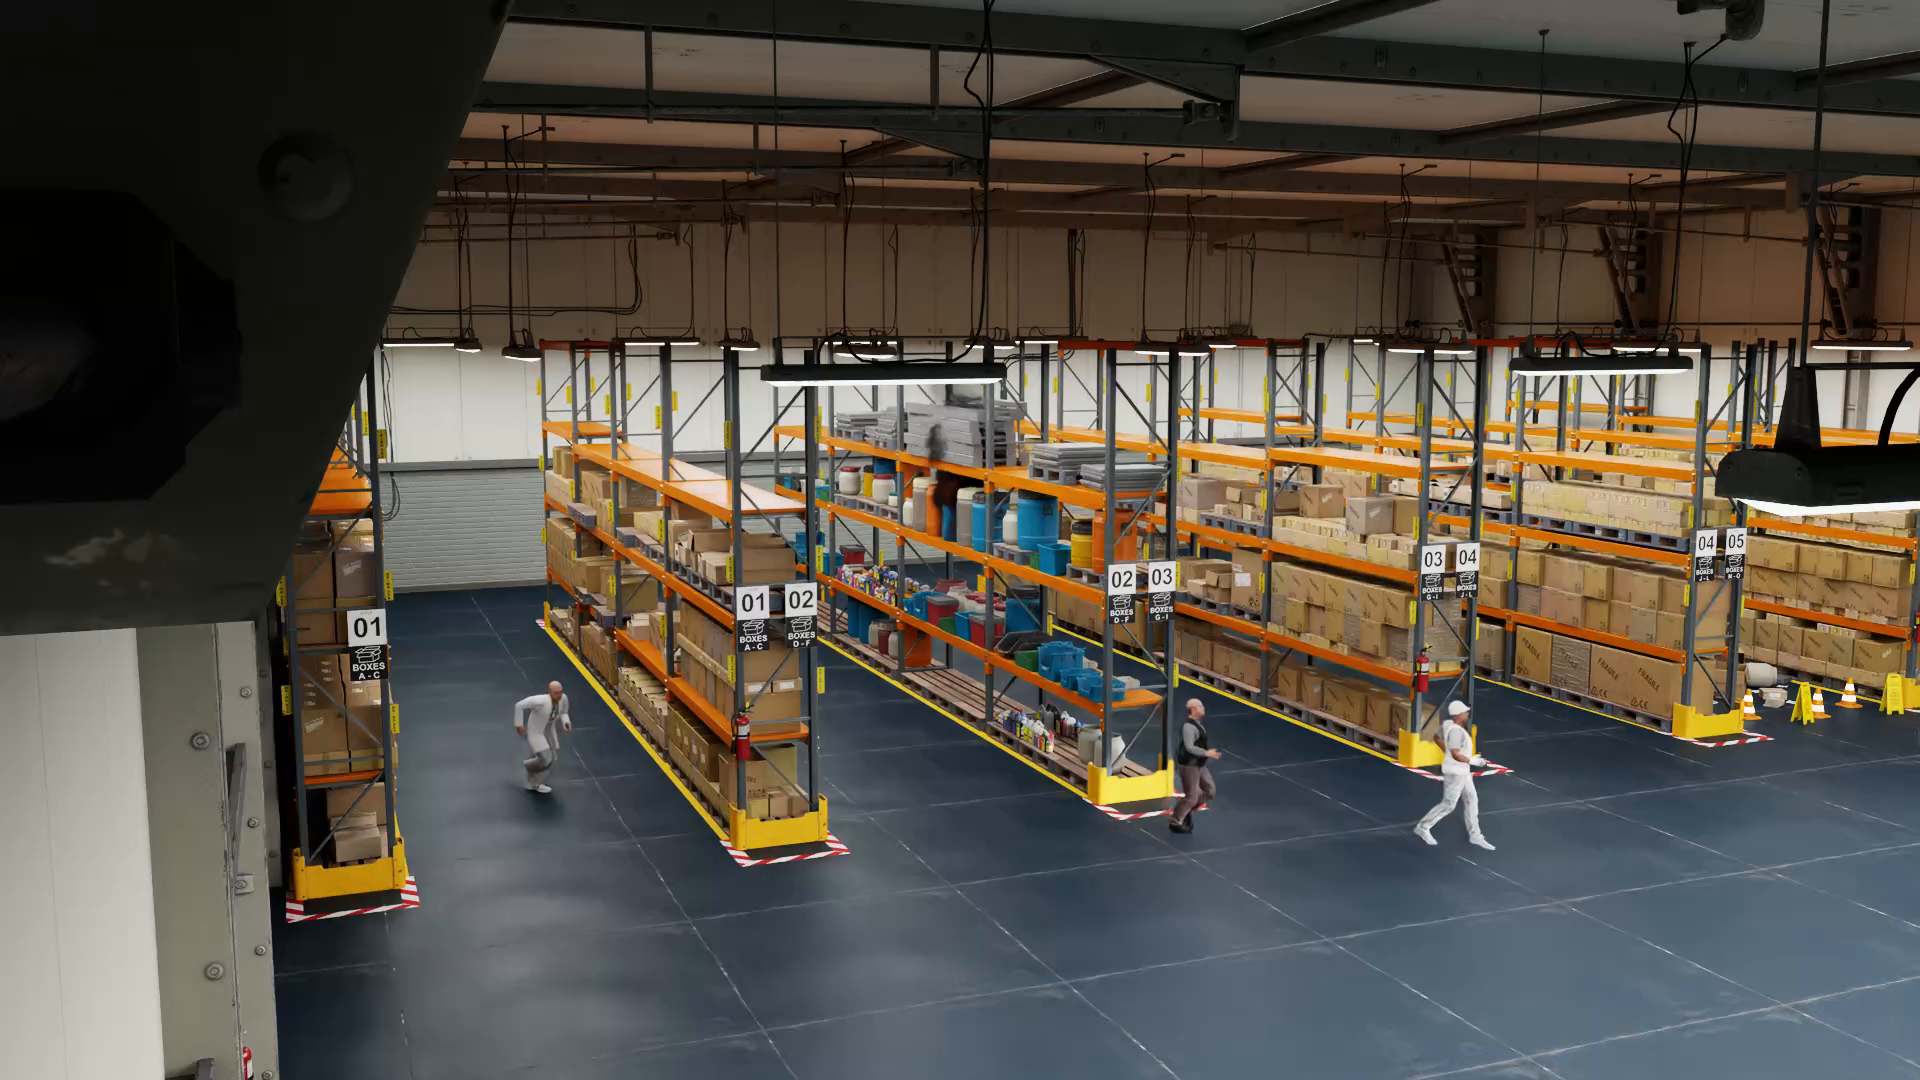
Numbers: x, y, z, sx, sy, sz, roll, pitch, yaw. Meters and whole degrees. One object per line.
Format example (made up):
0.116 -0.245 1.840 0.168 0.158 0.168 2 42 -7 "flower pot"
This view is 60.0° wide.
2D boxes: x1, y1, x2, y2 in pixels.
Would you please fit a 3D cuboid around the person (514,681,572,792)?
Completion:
-5.593 2.655 22.313 0.868 1.598 0.736 6 10 39 "person"

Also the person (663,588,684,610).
-5.955 1.047 34.382 0.521 1.749 0.787 -5 9 -33 "person"

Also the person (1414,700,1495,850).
6.010 2.833 20.114 0.947 1.795 0.721 2 8 17 "person"

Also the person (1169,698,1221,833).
2.943 2.809 20.712 0.648 1.703 0.667 3 8 20 "person"
